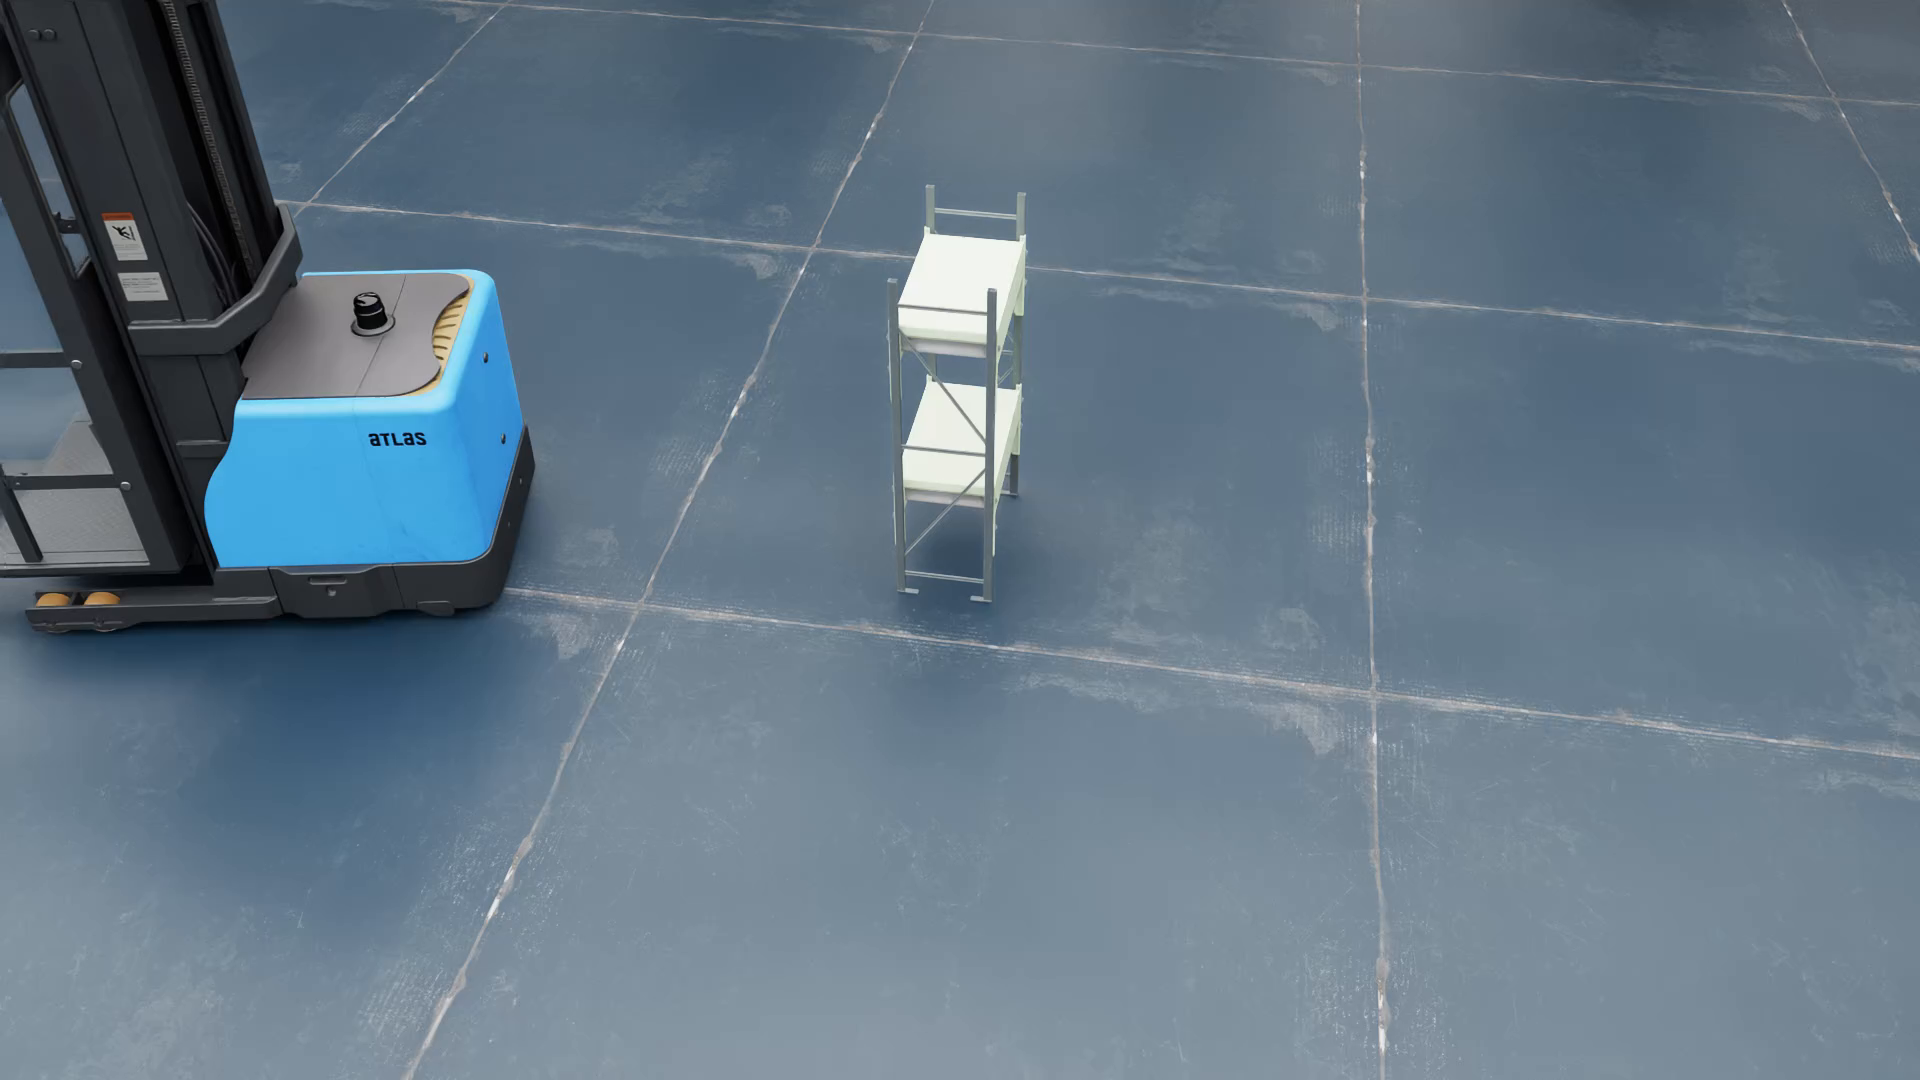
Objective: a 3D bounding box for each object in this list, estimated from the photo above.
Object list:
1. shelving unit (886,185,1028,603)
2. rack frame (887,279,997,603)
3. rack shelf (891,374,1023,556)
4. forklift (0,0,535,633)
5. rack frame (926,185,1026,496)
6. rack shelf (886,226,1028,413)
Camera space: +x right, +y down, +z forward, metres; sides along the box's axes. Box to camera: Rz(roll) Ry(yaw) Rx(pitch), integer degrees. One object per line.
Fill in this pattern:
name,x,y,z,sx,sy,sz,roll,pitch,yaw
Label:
shelving unit,-0.001,-0.574,6.767,0.431,1.500,0.755,6,40,8
rack frame,-0.064,-0.344,6.489,0.400,1.500,0.023,6,40,8
rack shelf,-0.001,-0.323,6.975,0.431,0.370,0.720,6,40,8
forklift,-3.422,-1.095,6.274,3.031,2.935,1.130,-1,40,-2
rack frame,0.062,-0.804,7.045,0.400,1.500,0.023,6,40,8
rack shelf,-0.001,-0.875,6.518,0.431,0.370,0.720,6,40,8
